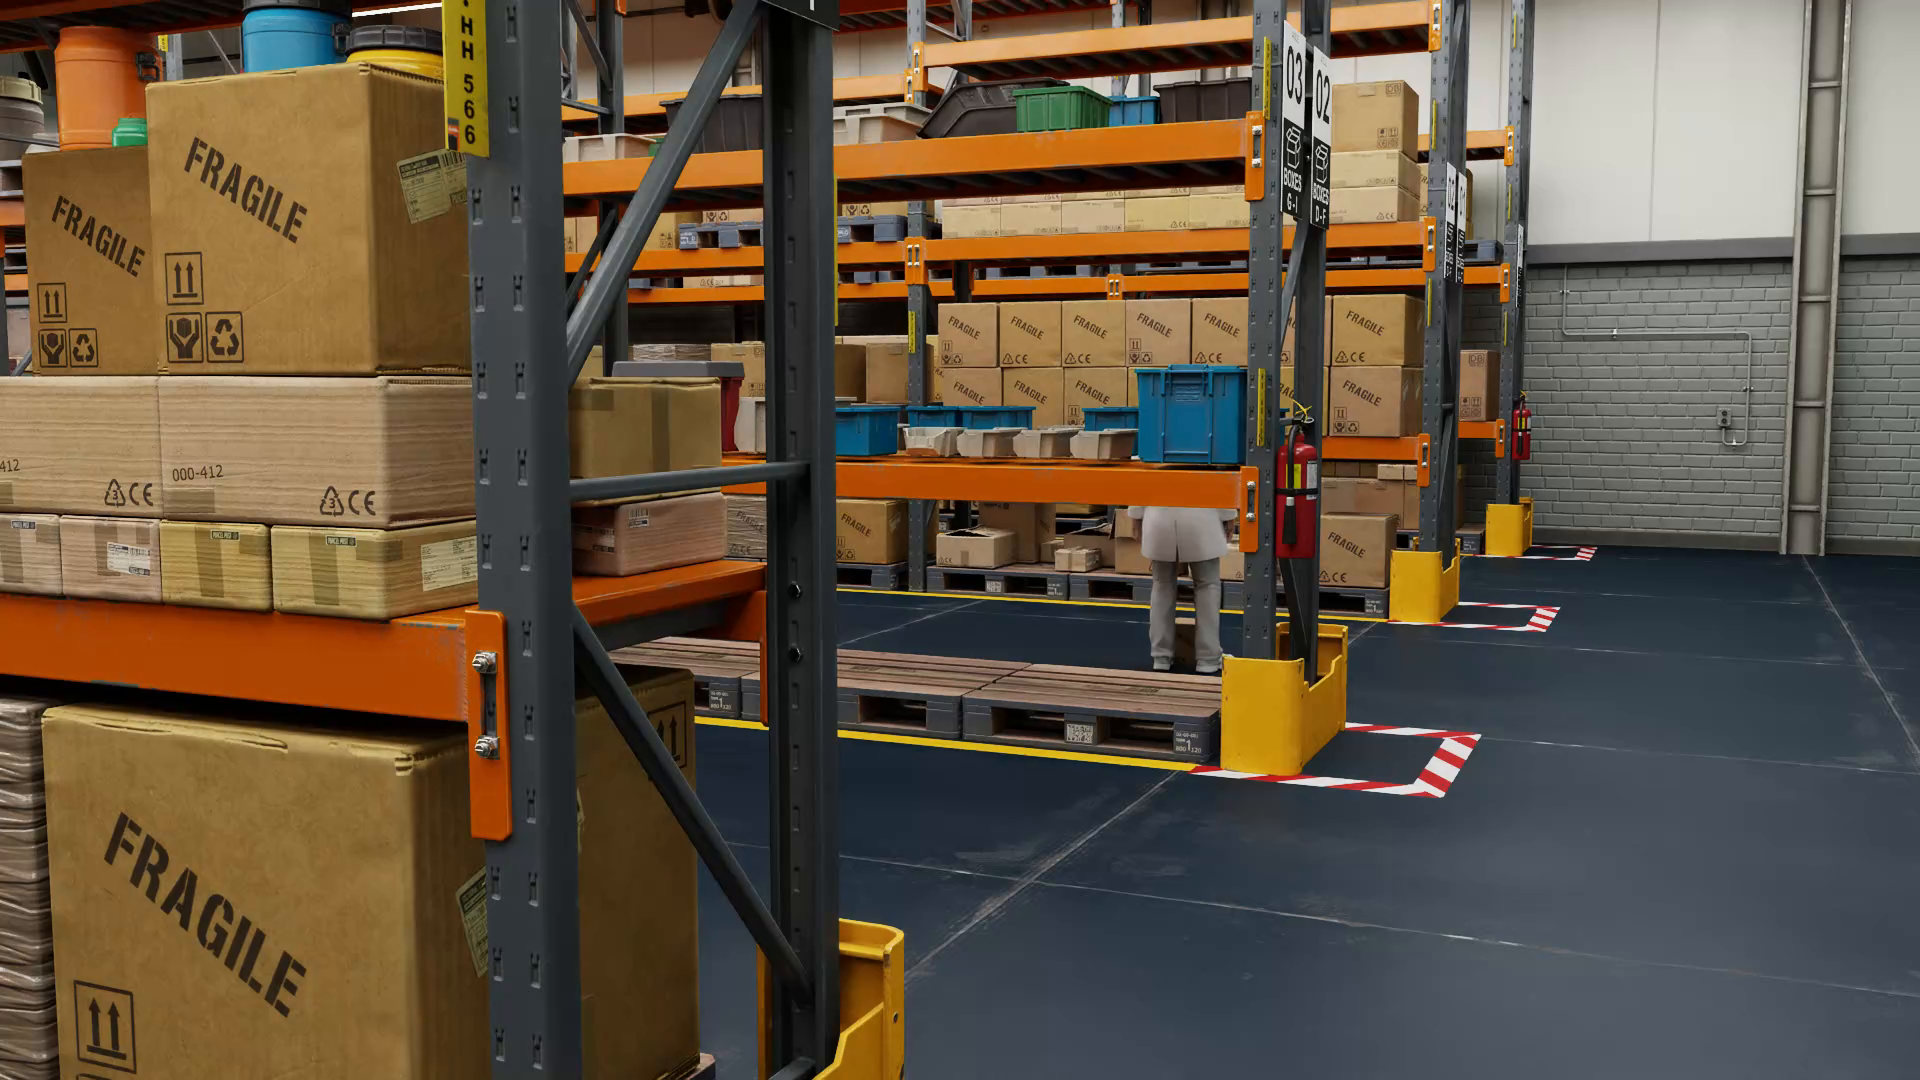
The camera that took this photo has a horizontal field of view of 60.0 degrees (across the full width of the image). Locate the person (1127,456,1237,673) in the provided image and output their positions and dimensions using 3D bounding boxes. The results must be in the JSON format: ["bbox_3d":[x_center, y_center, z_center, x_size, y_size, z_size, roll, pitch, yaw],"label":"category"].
[{"bbox_3d":[1.301,-0.122,9.762,0.651,1.773,0.428,2,6,20],"label":"person"}]
